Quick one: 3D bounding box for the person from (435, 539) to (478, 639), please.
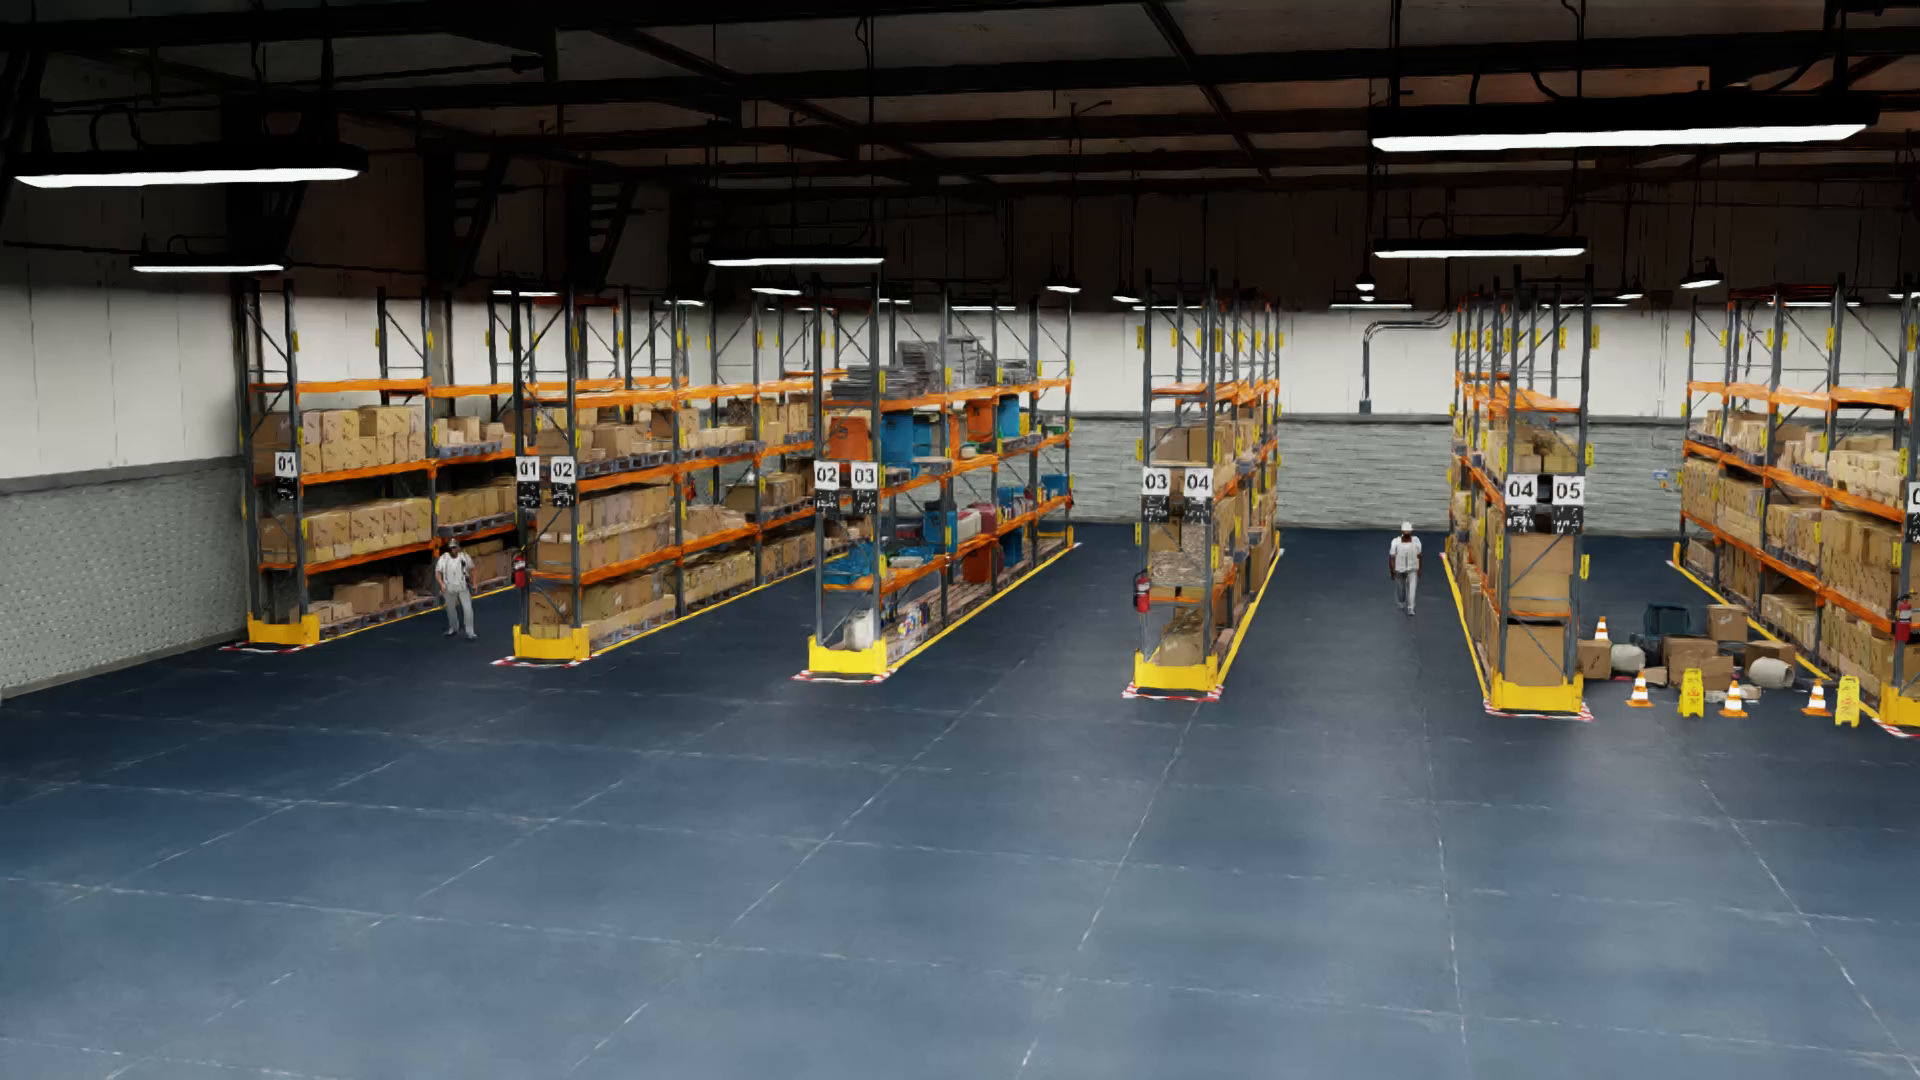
[{"bbox_3d":[-8.457,0.801,28.021,0.707,1.697,0.827,-1,7,-5],"label":"person"}]

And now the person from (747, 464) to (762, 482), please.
[{"bbox_3d":[-5.710,-1.273,45.502,0.660,1.664,0.502,-4,8,-29],"label":"person"}]

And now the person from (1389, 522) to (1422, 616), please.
[{"bbox_3d":[8.142,0.510,30.403,0.579,1.684,1.107,2,7,17],"label":"person"}]
